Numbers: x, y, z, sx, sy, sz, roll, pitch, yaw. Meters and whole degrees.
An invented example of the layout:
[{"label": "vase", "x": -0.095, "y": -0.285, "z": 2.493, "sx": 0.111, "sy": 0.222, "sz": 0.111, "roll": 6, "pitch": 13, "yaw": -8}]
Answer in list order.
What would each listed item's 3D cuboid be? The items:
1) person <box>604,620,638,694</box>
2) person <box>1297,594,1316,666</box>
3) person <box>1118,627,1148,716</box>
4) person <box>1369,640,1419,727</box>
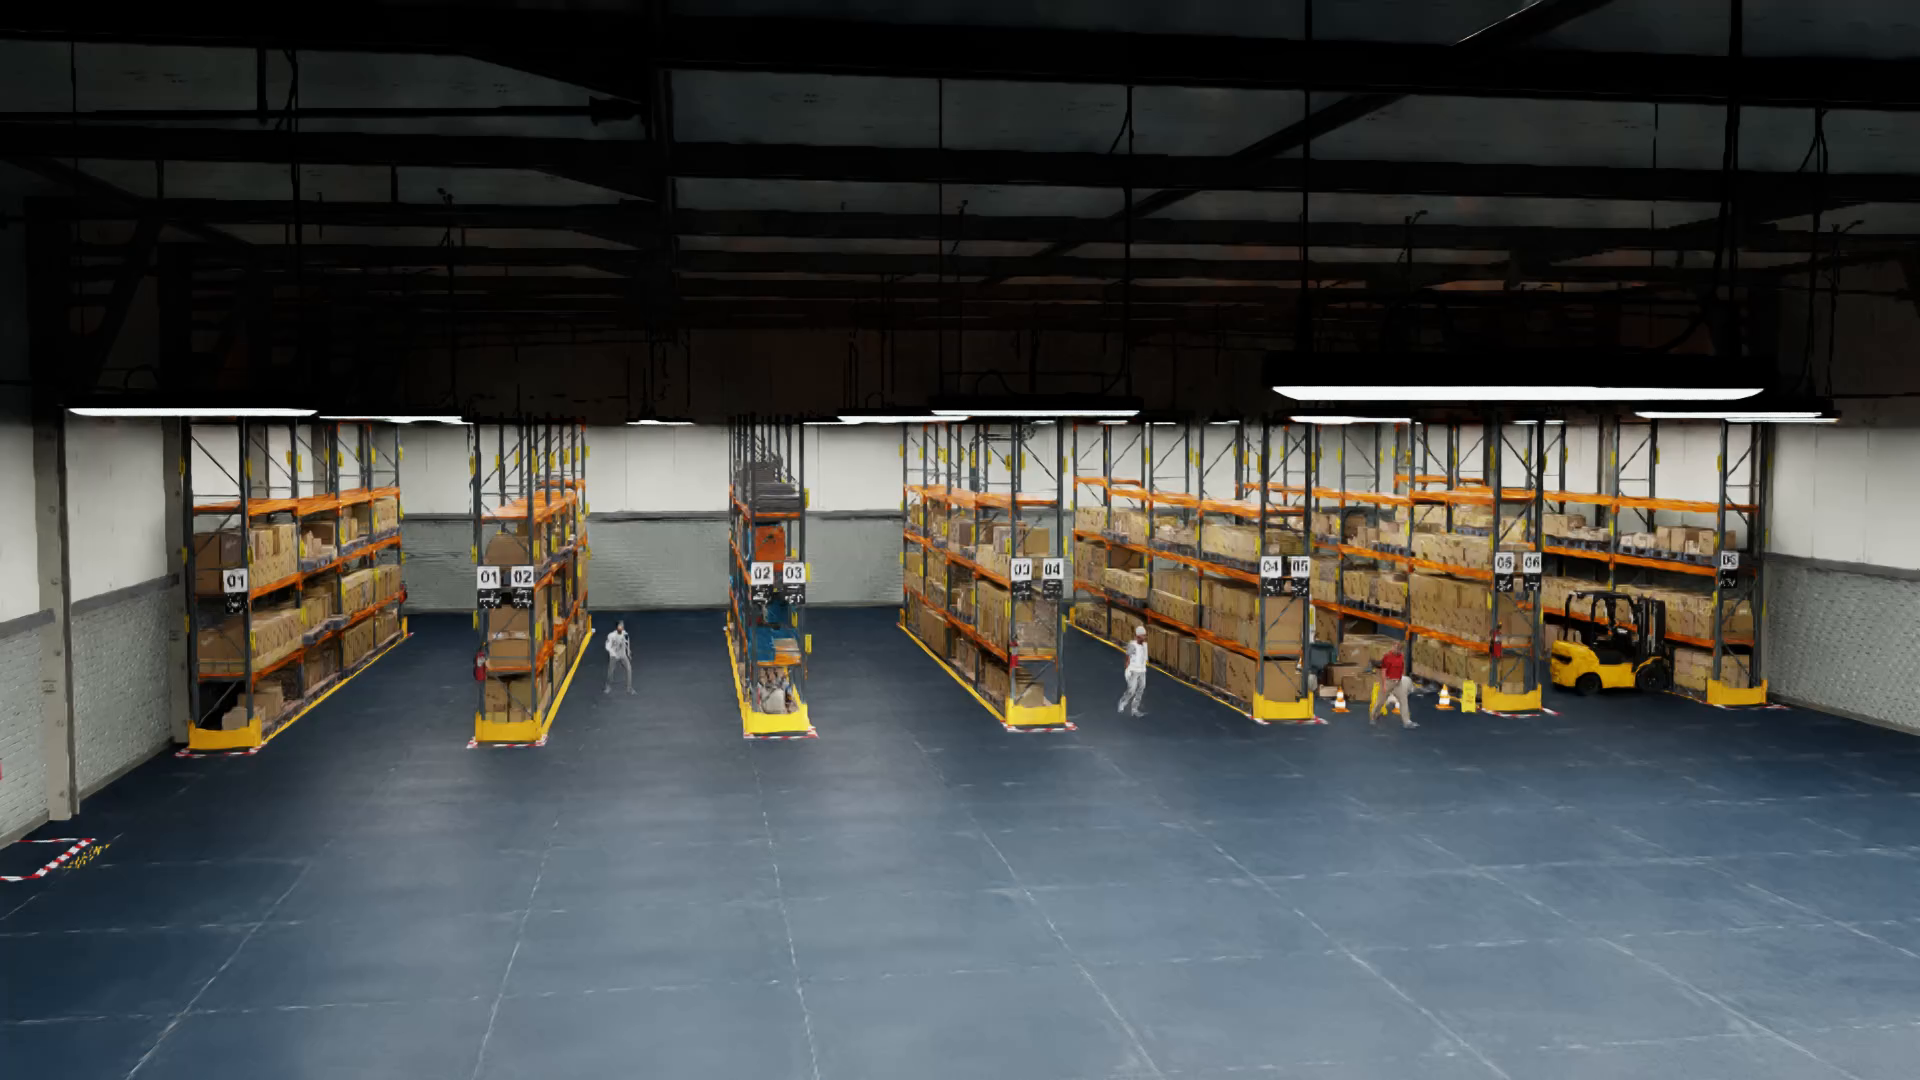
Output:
[{"label": "person", "x": -7.321, "y": 2.484, "z": 35.665, "sx": 0.638, "sy": 1.607, "sz": 0.814, "roll": -2, "pitch": 4, "yaw": -26}, {"label": "person", "x": 8.167, "y": 2.153, "z": 39.183, "sx": 0.570, "sy": 1.786, "sz": 0.653, "roll": 1, "pitch": 4, "yaw": 18}, {"label": "person", "x": 3.446, "y": 2.598, "z": 32.988, "sx": 0.602, "sy": 1.774, "sz": 0.574, "roll": -4, "pitch": 5, "yaw": -44}, {"label": "person", "x": 8.253, "y": 2.731, "z": 31.727, "sx": 0.586, "sy": 1.679, "sz": 0.974, "roll": -2, "pitch": 5, "yaw": -32}]
